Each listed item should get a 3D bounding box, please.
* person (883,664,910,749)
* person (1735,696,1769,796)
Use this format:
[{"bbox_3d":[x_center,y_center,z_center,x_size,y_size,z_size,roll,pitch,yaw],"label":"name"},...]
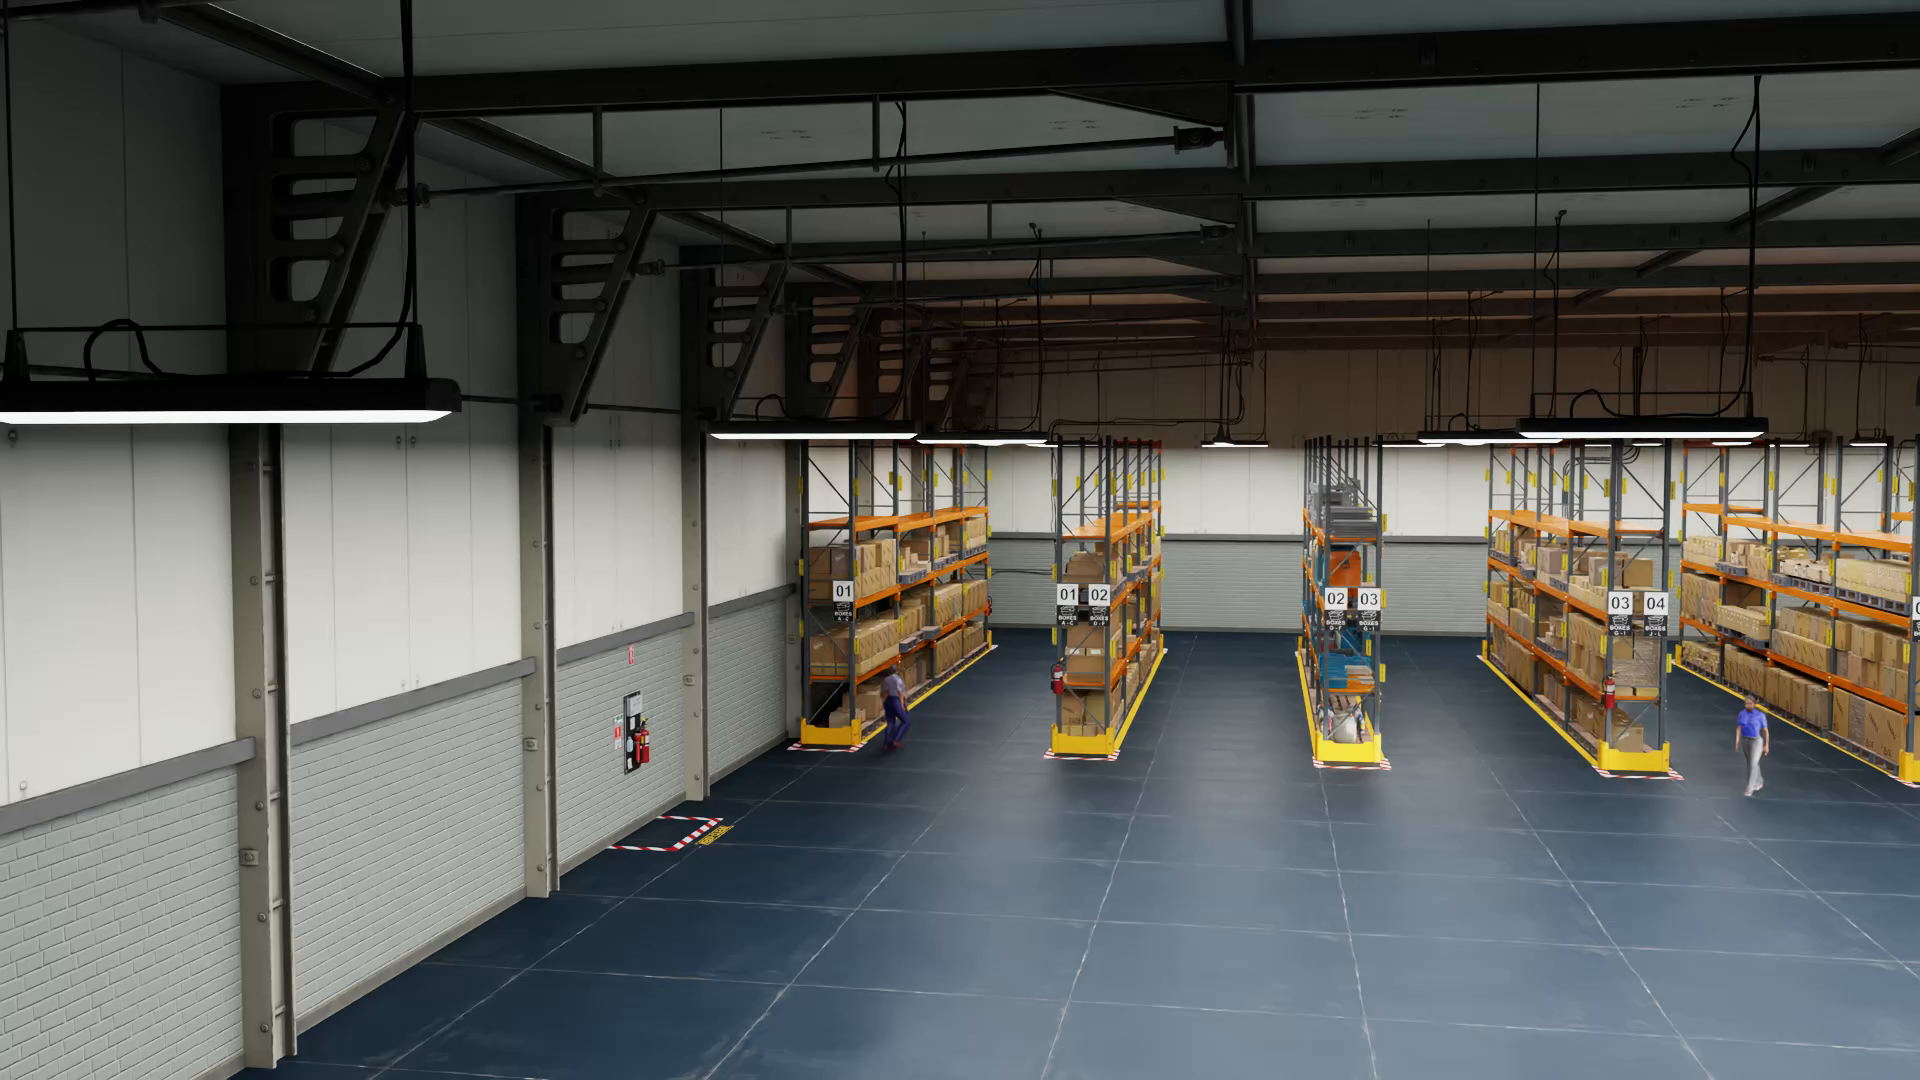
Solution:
[{"bbox_3d":[-1.250,3.186,31.769,0.463,1.618,0.610,-3,4,-43],"label":"person"},{"bbox_3d":[13.155,3.392,27.657,0.918,1.613,0.489,-2,4,-33],"label":"person"}]
